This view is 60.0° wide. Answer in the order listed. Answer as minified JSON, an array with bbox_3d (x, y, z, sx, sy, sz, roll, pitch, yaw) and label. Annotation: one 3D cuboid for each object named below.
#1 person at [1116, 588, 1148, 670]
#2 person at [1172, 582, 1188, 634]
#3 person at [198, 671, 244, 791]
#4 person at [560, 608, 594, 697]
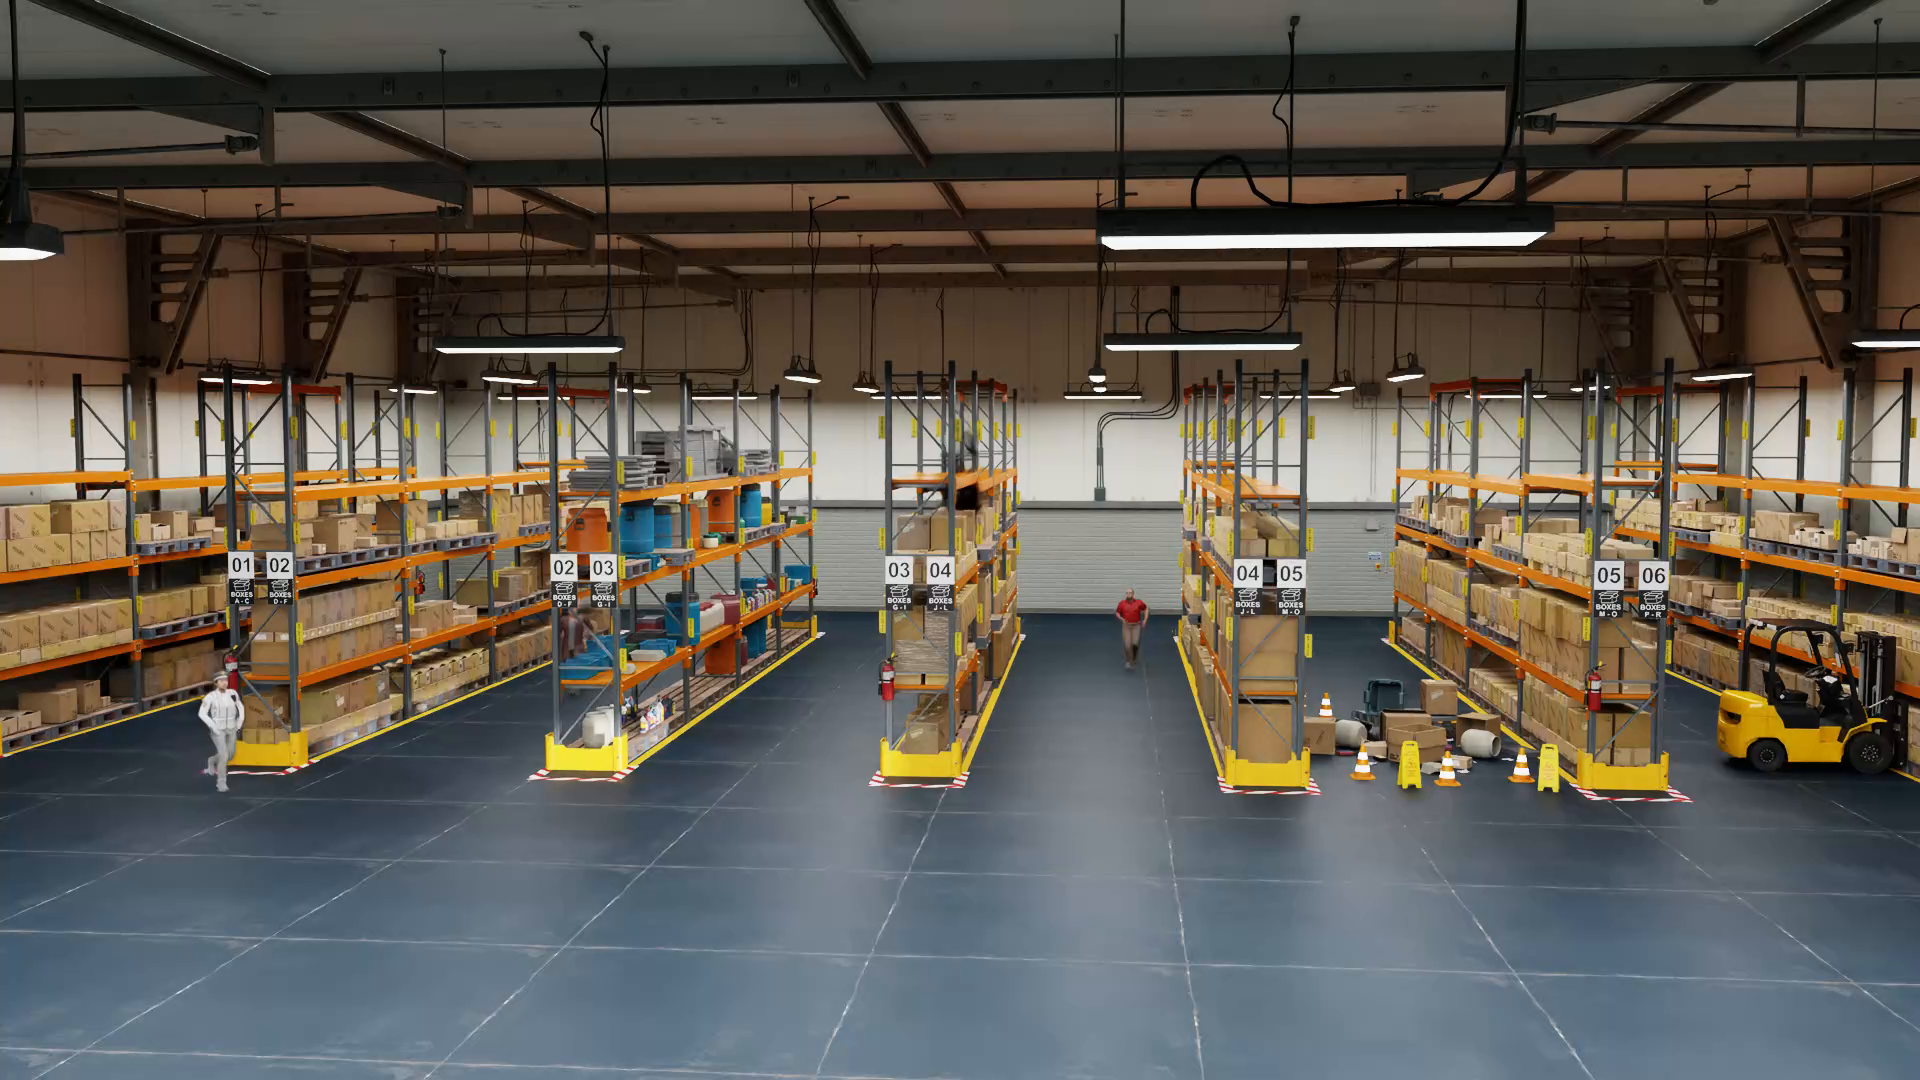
[{"bbox_3d":[3.592,1.876,34.861,0.673,1.728,0.694,1,4,11],"label":"person"},{"bbox_3d":[5.639,1.406,40.423,0.970,1.775,0.673,-1,4,-11],"label":"person"},{"bbox_3d":[-10.359,2.649,23.312,0.606,1.685,0.637,3,5,41],"label":"person"},{"bbox_3d":[-7.279,2.072,31.269,0.687,1.805,0.733,0,4,-3],"label":"person"}]
